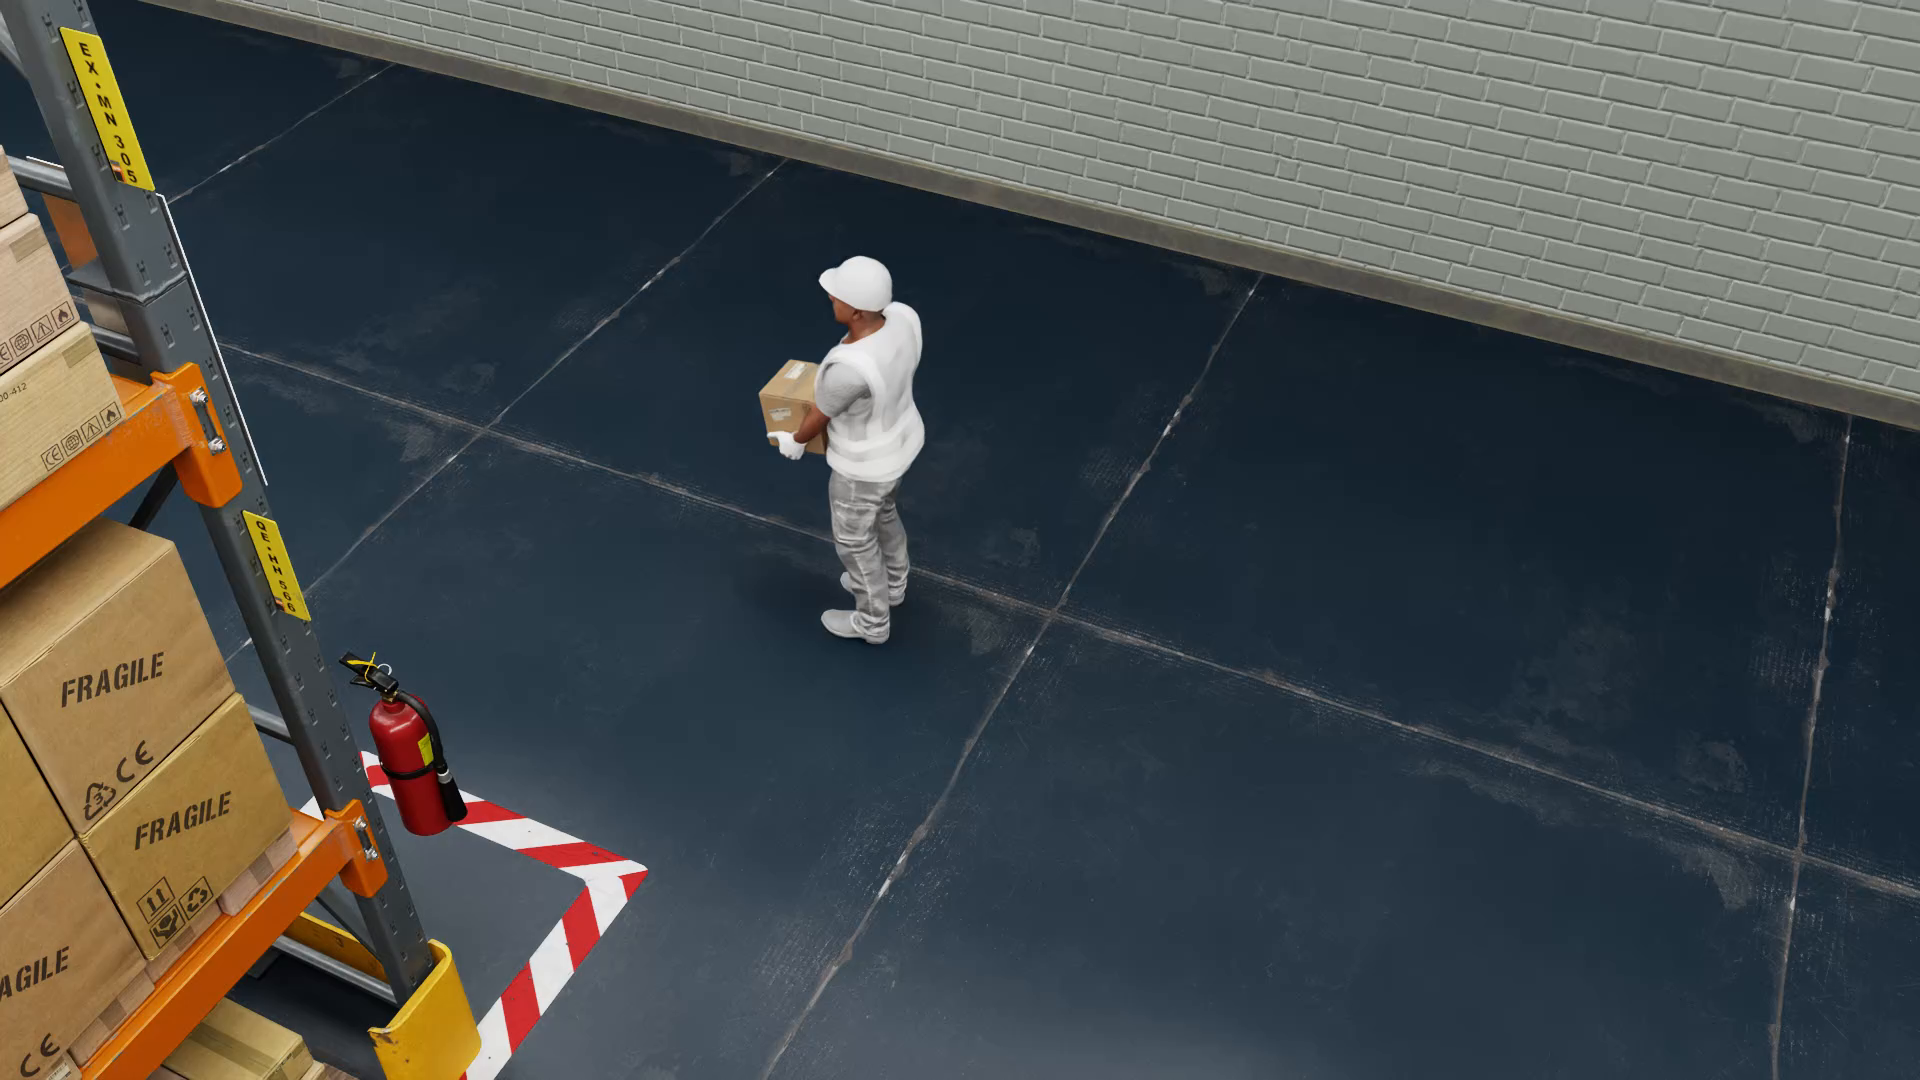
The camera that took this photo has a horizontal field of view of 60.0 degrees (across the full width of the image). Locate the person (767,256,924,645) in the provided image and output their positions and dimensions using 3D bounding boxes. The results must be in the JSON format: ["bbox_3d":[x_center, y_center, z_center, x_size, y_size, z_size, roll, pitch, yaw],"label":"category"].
[{"bbox_3d":[-0.447,-0.367,6.556,0.578,1.782,0.490,17,44,18],"label":"person"}]
